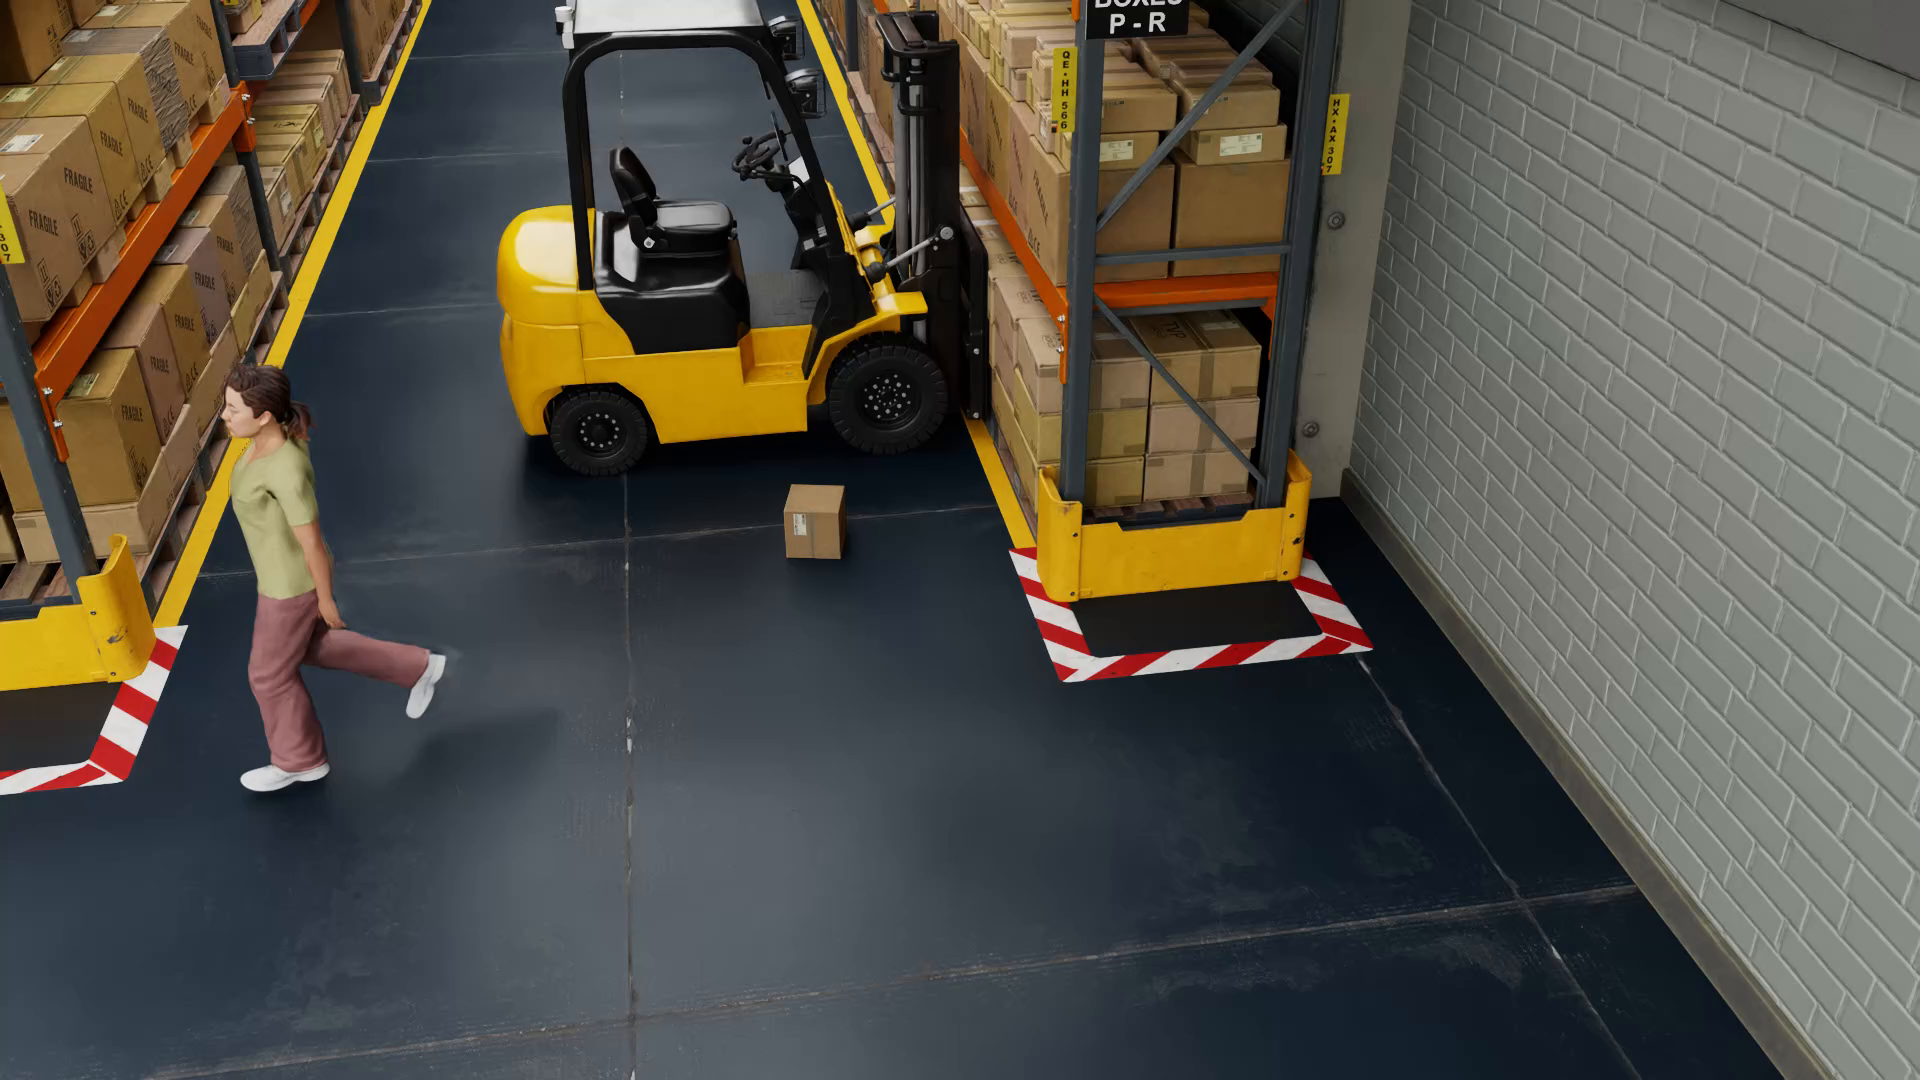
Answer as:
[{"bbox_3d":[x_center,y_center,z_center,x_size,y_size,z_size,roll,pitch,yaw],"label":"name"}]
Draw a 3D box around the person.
[{"bbox_3d":[-2.301,0.125,5.897,0.790,1.644,0.443,-11,32,-17],"label":"person"}]
